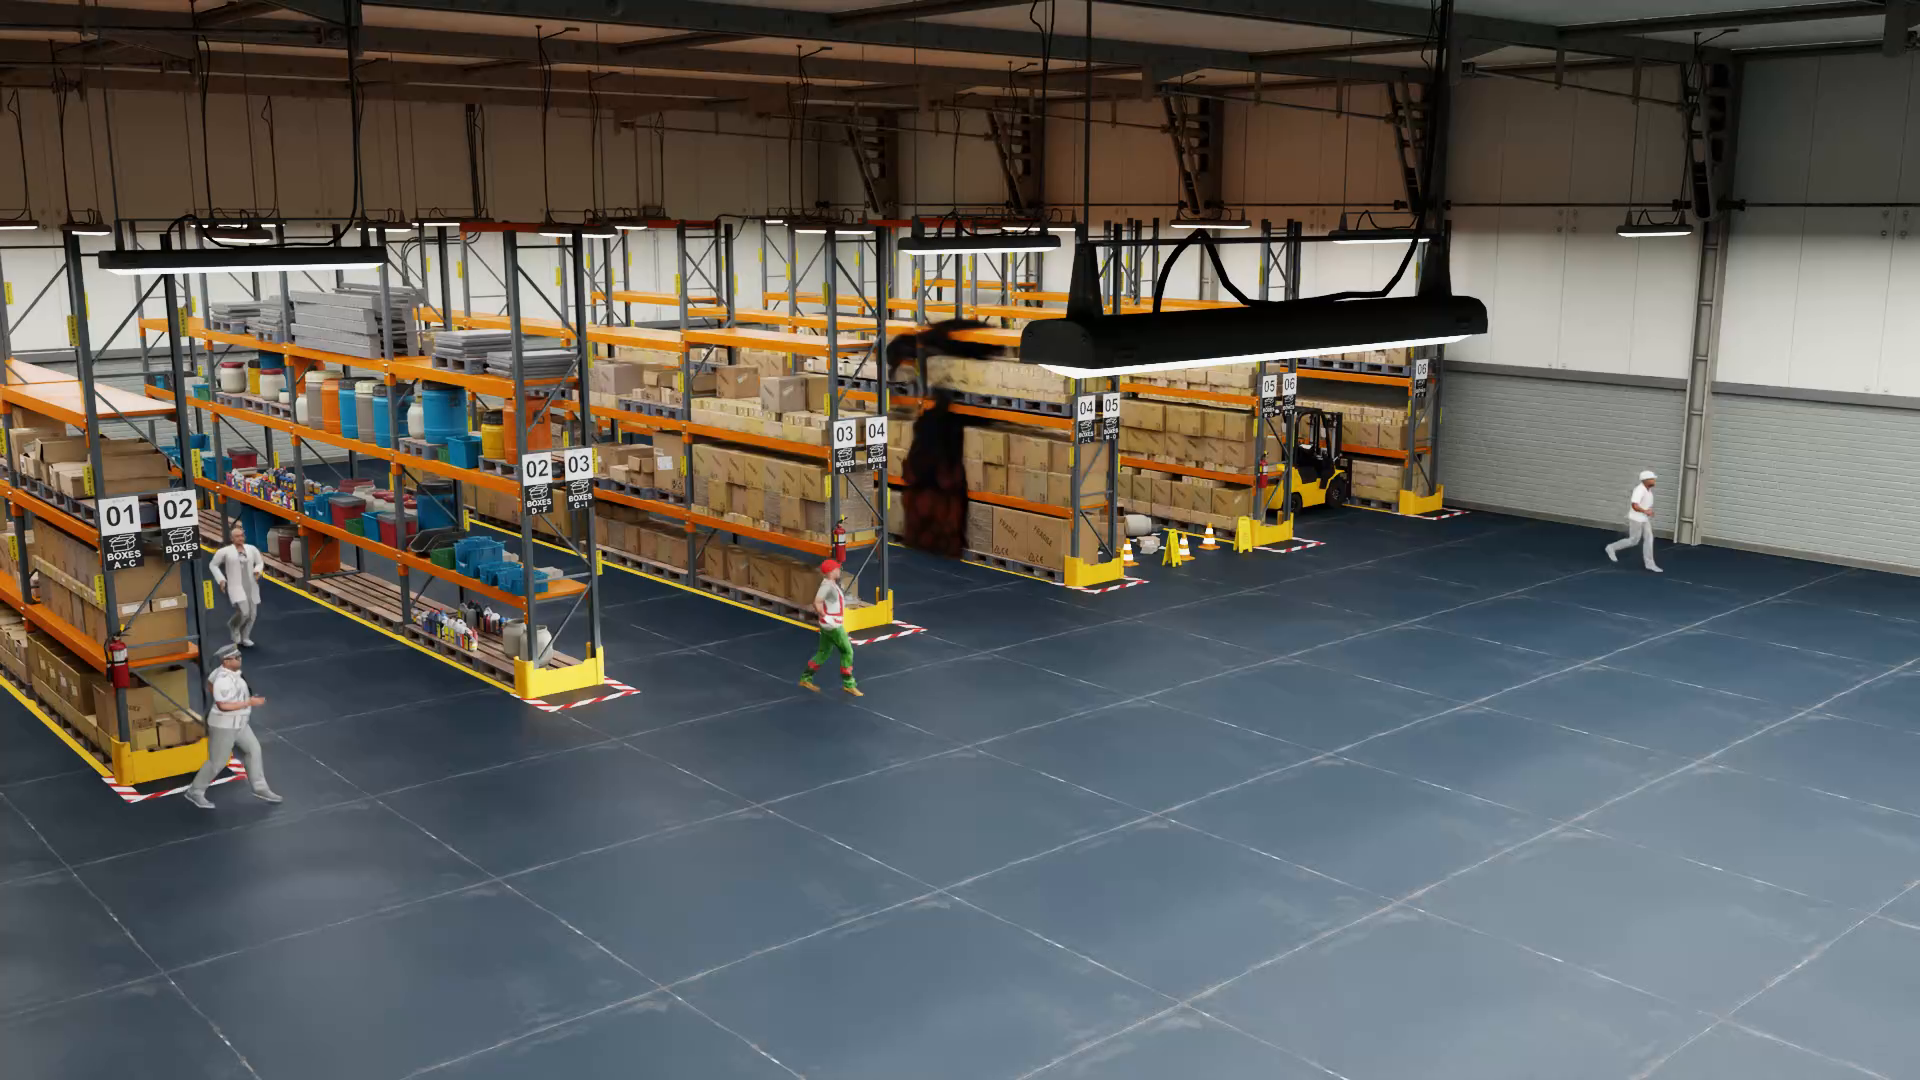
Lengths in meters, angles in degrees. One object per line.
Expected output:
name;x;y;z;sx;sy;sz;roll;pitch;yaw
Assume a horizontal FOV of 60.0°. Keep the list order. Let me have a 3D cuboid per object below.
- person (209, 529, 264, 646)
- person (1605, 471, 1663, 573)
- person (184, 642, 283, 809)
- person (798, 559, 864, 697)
person;-10.341;0.694;23.999;0.623;1.724;0.703;10;15;42
person;11.889;-0.352;29.175;1.011;1.757;0.725;8;14;35
person;-7.734;1.970;17.572;0.938;1.786;0.611;-1;11;-6
person;-1.683;1.152;21.610;0.835;1.842;0.639;-3;12;-15
